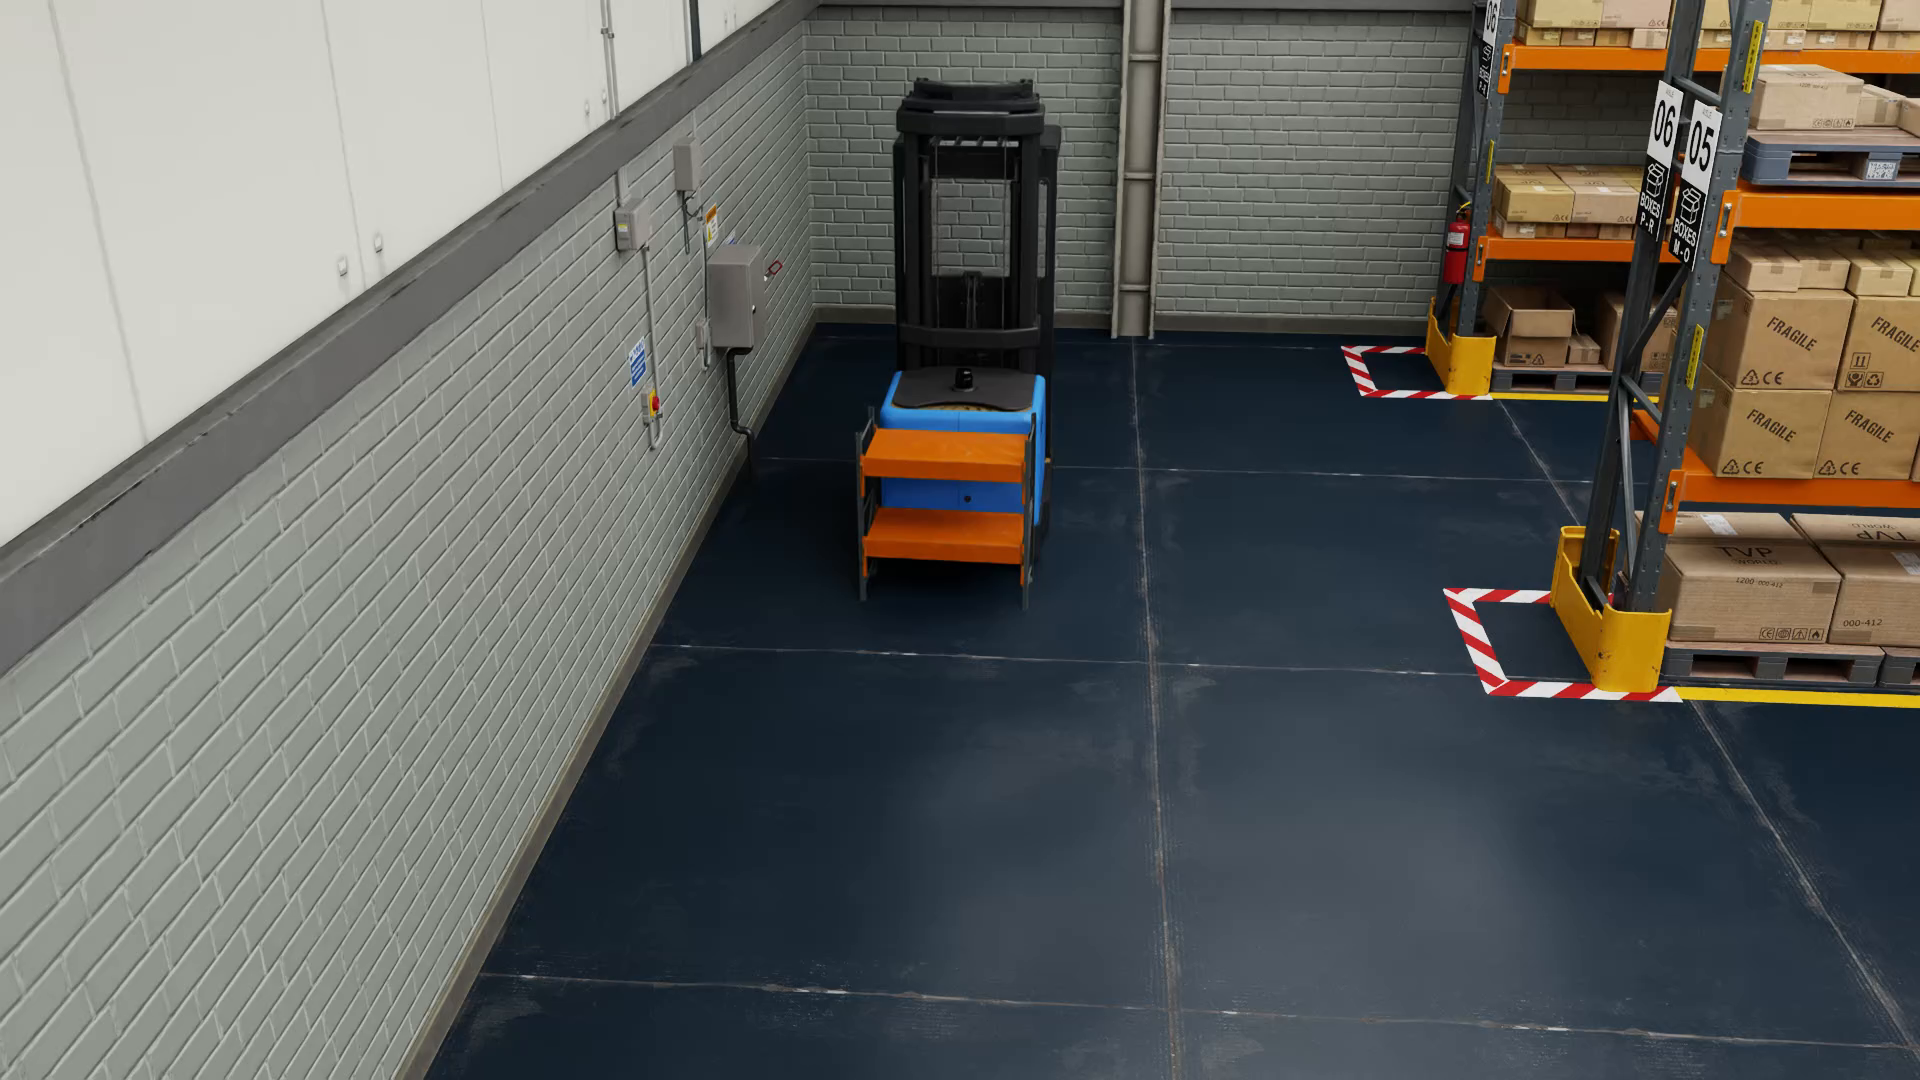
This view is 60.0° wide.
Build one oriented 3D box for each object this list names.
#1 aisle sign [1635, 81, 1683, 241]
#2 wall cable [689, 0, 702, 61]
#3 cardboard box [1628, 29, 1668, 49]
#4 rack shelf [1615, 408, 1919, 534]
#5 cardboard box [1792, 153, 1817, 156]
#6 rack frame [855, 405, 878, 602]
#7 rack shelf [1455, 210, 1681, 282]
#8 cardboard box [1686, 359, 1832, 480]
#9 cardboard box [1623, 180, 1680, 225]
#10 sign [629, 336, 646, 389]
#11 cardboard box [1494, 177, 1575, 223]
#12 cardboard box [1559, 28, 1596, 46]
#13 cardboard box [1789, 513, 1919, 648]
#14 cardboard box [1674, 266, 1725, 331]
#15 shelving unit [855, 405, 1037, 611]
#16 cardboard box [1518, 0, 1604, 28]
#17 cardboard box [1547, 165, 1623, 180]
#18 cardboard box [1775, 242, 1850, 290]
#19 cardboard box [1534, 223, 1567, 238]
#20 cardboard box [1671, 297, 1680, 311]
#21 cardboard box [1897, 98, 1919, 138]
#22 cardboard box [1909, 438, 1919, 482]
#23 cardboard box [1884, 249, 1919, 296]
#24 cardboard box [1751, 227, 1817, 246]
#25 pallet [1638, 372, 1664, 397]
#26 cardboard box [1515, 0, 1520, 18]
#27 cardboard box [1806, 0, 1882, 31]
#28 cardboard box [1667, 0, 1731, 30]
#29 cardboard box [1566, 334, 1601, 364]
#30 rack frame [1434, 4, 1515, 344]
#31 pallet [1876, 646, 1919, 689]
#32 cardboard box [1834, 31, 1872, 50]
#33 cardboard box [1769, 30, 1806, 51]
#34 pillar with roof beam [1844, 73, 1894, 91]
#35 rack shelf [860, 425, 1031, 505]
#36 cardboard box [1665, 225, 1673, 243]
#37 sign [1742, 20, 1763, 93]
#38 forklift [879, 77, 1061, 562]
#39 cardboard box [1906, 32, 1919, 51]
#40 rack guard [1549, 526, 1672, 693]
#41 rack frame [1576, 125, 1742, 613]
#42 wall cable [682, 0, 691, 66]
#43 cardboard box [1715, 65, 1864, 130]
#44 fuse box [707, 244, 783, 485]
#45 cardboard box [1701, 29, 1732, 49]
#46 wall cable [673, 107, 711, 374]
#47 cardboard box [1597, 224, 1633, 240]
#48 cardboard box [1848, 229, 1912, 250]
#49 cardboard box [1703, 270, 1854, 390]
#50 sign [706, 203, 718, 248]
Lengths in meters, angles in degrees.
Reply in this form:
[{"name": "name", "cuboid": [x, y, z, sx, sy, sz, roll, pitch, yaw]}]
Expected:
[{"name": "aisle sign", "cuboid": [3.790, -2.058, 9.024, 0.004, 0.787, 0.394, 2, 25, 4]}, {"name": "wall cable", "cuboid": [-1.544, -5.026, 11.362, 0.133, 3.039, 2.988, 2, 25, 4]}, {"name": "cardboard box", "cuboid": [5.272, -3.892, 12.832, 0.250, 0.149, 0.380, 2, 25, 5]}, {"name": "rack shelf", "cuboid": [5.832, -0.355, 9.293, 4.000, 0.370, 1.077, 2, 25, 4]}, {"name": "cardboard box", "cuboid": [6.738, -3.253, 13.657, 0.500, 0.500, 0.500, 1, 25, 3]}, {"name": "rack frame", "cuboid": [-0.581, -0.225, 10.393, 0.032, 1.125, 0.500, 3, 25, 6]}, {"name": "rack shelf", "cuboid": [6.208, -2.423, 13.789, 4.000, 0.370, 1.077, 2, 25, 4]}, {"name": "cardboard box", "cuboid": [4.294, -0.656, 8.967, 0.500, 0.500, 0.500, 2, 25, 4]}, {"name": "cardboard box", "cuboid": [5.654, -2.724, 13.404, 0.500, 0.250, 0.500, 1, 25, 3]}, {"name": "sign", "cuboid": [-1.851, -1.021, 9.557, 0.001, 0.218, 0.327, 2, 25, 4]}, {"name": "cardboard box", "cuboid": [4.646, -2.754, 13.471, 0.500, 0.250, 0.500, 2, 25, 4]}, {"name": "cardboard box", "cuboid": [4.777, -3.958, 12.976, 0.250, 0.149, 0.380, 2, 25, 5]}, {"name": "cardboard box", "cuboid": [5.416, 0.233, 9.718, 0.875, 0.438, 0.875, 2, 25, 5]}, {"name": "cardboard box", "cuboid": [4.337, -1.329, 9.234, 0.500, 0.500, 0.500, 3, 25, 6]}, {"name": "shelving unit", "cuboid": [-0.076, -0.200, 10.339, 1.048, 1.125, 0.538, 3, 25, 6]}, {"name": "cardboard box", "cuboid": [4.635, -4.116, 12.841, 0.500, 0.250, 0.500, 2, 25, 3]}, {"name": "cardboard box", "cuboid": [5.207, -2.960, 13.918, 0.500, 0.250, 0.500, 2, 25, 4]}, {"name": "cardboard box", "cuboid": [4.437, -1.434, 8.687, 0.250, 0.149, 0.380, 2, 25, 5]}, {"name": "cardboard box", "cuboid": [4.778, -2.586, 13.583, 0.250, 0.149, 0.380, 2, 25, 5]}, {"name": "cardboard box", "cuboid": [6.185, -1.708, 13.862, 0.500, 0.500, 0.500, 2, 25, 5]}, {"name": "cardboard box", "cuboid": [4.905, -2.099, 8.314, 0.250, 0.149, 0.380, 3, 25, 6]}, {"name": "cardboard box", "cuboid": [5.306, -0.627, 8.906, 0.500, 0.500, 0.500, 2, 25, 4]}, {"name": "cardboard box", "cuboid": [4.951, -1.377, 8.563, 0.250, 0.149, 0.380, 1, 25, 2]}, {"name": "cardboard box", "cuboid": [4.466, -1.614, 9.077, 0.250, 0.149, 0.380, 2, 25, 5]}, {"name": "pallet", "cuboid": [6.298, -1.480, 14.214, 1.213, 0.211, 1.003, 2, 25, 4]}, {"name": "cardboard box", "cuboid": [4.678, -4.343, 13.335, 0.500, 0.250, 0.500, 1, 25, 3]}, {"name": "cardboard box", "cuboid": [6.673, -4.060, 12.721, 0.500, 0.250, 0.500, 2, 25, 5]}, {"name": "cardboard box", "cuboid": [5.653, -4.087, 12.778, 0.500, 0.250, 0.500, 1, 25, 2]}, {"name": "cardboard box", "cuboid": [5.237, -1.621, 14.093, 0.250, 0.149, 0.380, 1, 25, 2]}, {"name": "rack frame", "cuboid": [4.214, -2.814, 13.778, 0.127, 3.000, 1.000, 2, 25, 4]}, {"name": "pallet", "cuboid": [5.854, 0.555, 9.792, 1.213, 0.211, 1.003, 2, 25, 4]}, {"name": "cardboard box", "cuboid": [6.801, -3.875, 12.795, 0.250, 0.149, 0.380, 3, 25, 6]}, {"name": "cardboard box", "cuboid": [6.284, -3.860, 12.763, 0.250, 0.149, 0.380, 2, 25, 5]}, {"name": "pillar with roof beam", "cuboid": [7.247, -4.015, 9.211, 0.400, 9.000, 9.100, 2, 25, 4]}, {"name": "rack shelf", "cuboid": [-0.076, -0.466, 10.216, 1.000, 0.278, 0.538, 3, 25, 6]}, {"name": "cardboard box", "cuboid": [5.801, -2.513, 13.424, 0.250, 0.149, 0.380, 1, 25, 2]}, {"name": "sign", "cuboid": [3.789, -2.310, 7.953, 0.005, 0.325, 0.100, 2, 25, 4]}, {"name": "forklift", "cuboid": [0.123, -1.770, 11.591, 1.130, 2.935, 3.031, 2, 25, 5]}, {"name": "cardboard box", "cuboid": [7.310, -3.845, 12.729, 0.250, 0.149, 0.380, 3, 25, 6]}, {"name": "rack guard", "cuboid": [3.814, 0.389, 9.806, 0.348, 0.500, 1.175, 2, 25, 4]}, {"name": "rack frame", "cuboid": [3.838, -0.745, 9.282, 0.127, 3.000, 1.000, 2, 25, 4]}, {"name": "wall cable", "cuboid": [-1.795, -3.849, 8.849, 0.029, 3.000, 2.355, 2, 25, 4]}, {"name": "cardboard box", "cuboid": [4.293, -2.299, 8.627, 0.500, 0.250, 0.500, 0, 25, -1]}, {"name": "fuse box", "cuboid": [-1.480, -1.202, 11.814, 0.414, 1.711, 0.539, 2, 25, 4]}, {"name": "cardboard box", "cuboid": [5.785, -3.905, 12.859, 0.250, 0.149, 0.380, 2, 25, 3]}, {"name": "wall cable", "cuboid": [-1.689, -1.969, 10.726, 0.122, 1.984, 0.588, 2, 25, 4]}, {"name": "cardboard box", "cuboid": [5.290, -2.559, 13.523, 0.250, 0.149, 0.380, 3, 25, 6]}, {"name": "cardboard box", "cuboid": [4.978, -1.615, 9.080, 0.250, 0.149, 0.380, 2, 25, 5]}, {"name": "cardboard box", "cuboid": [4.294, -1.111, 8.760, 0.500, 0.500, 0.500, 1, 25, 3]}, {"name": "sign", "cuboid": [-1.691, -2.146, 11.337, 0.001, 0.242, 0.339, 2, 25, 4]}]
